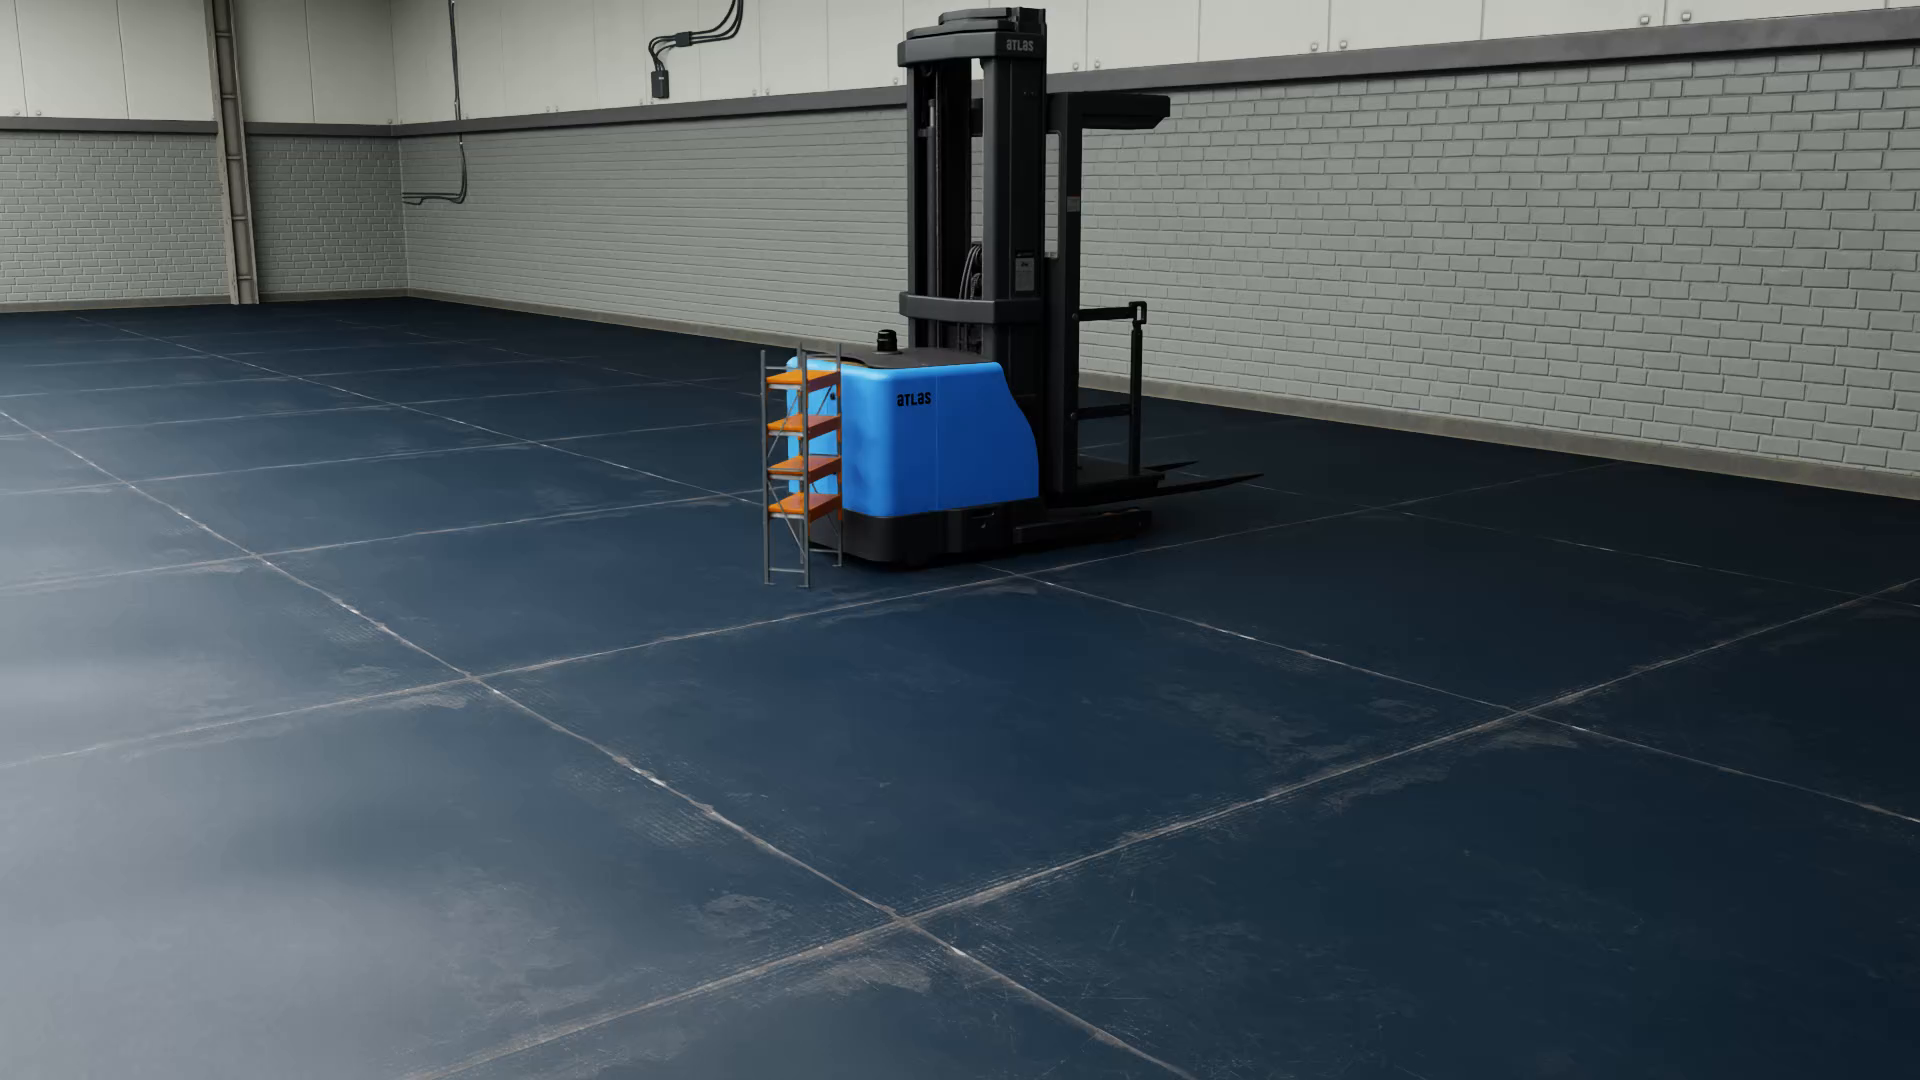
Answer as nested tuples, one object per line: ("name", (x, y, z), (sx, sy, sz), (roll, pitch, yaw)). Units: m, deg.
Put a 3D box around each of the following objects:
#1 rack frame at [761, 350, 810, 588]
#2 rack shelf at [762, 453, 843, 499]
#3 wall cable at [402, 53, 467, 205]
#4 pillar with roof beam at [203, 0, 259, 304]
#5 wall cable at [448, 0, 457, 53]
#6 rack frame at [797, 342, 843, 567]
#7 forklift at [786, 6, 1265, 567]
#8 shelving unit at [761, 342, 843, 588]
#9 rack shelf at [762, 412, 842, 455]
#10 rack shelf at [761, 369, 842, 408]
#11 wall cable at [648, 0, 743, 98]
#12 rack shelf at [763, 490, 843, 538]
("rack frame", (-0.880, -0.352, 8.392), (0.240, 1.200, 0.015), (4, 13, 16))
("rack shelf", (-0.812, -0.335, 8.635), (0.258, 0.148, 0.480), (4, 13, 16))
("wall cable", (-9.414, -7.200, 29.345), (0.112, 2.526, 3.097), (-9, 15, -38))
("pillar with roof beam", (-9.851, -7.852, 24.944), (0.400, 9.000, 9.100), (-9, 15, -38))
("wall cable", (-7.724, -9.231, 26.754), (0.112, 2.526, 3.097), (-9, 15, -38))
("rack frame", (-0.744, -0.449, 8.850), (0.240, 1.200, 0.015), (4, 13, 16))
("forklift", (0.508, -1.509, 9.681), (3.031, 2.935, 1.130), (-8, 15, -35))
("shelving unit", (-0.812, -0.400, 8.621), (0.258, 1.200, 0.503), (4, 13, 16))
("rack shelf", (-0.811, -0.553, 8.588), (0.258, 0.148, 0.480), (4, 13, 16))
("rack shelf", (-0.809, -0.785, 8.539), (0.258, 0.148, 0.480), (4, 13, 16))
("wall cable", (-3.496, -8.840, 21.408), (0.169, 6.003, 2.305), (-9, 15, -38))
("rack shelf", (-0.814, -0.141, 8.677), (0.258, 0.148, 0.480), (4, 13, 16))
